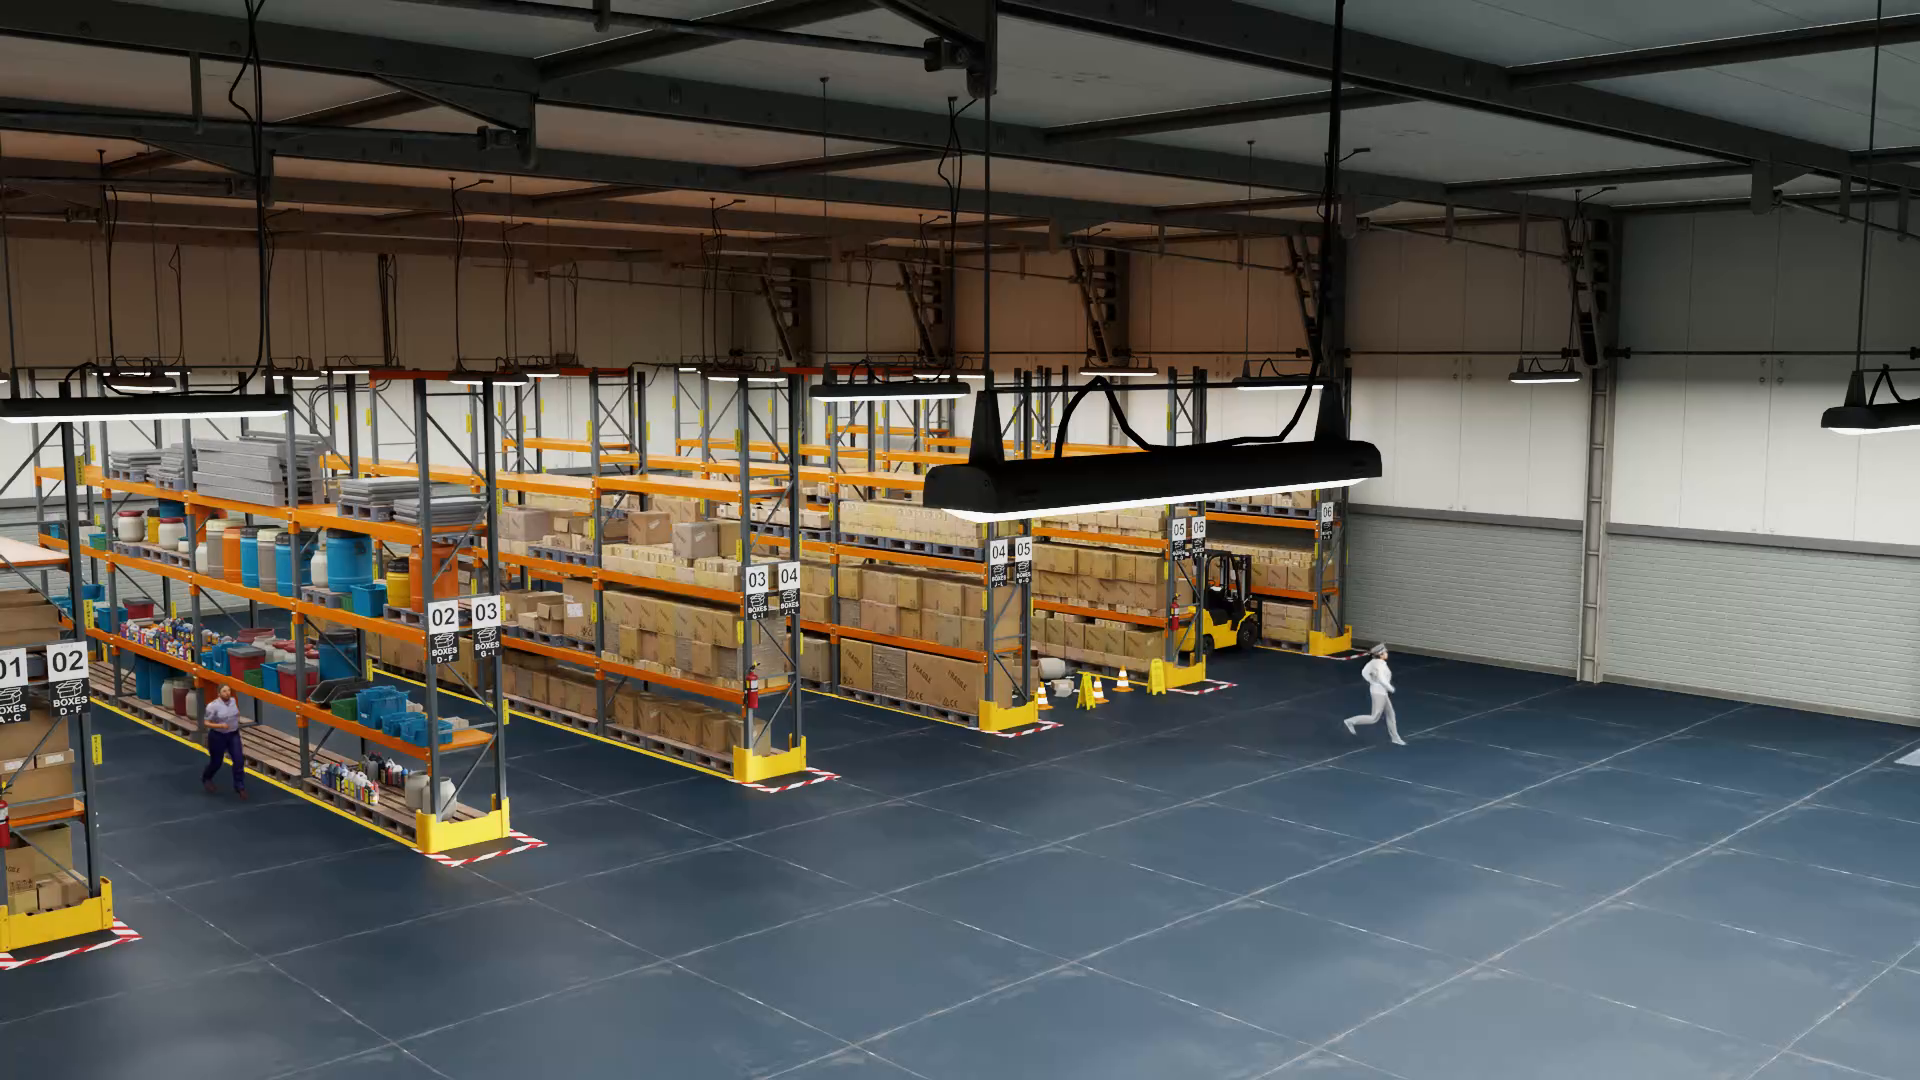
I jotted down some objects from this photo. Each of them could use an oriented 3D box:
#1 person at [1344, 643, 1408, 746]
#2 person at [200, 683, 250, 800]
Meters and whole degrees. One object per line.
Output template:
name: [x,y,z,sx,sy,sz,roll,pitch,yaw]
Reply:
person: [6.717,2.501,26.778,1.053,1.696,0.588,0,6,4]
person: [-10.505,2.846,23.700,0.925,1.641,0.577,5,8,38]
